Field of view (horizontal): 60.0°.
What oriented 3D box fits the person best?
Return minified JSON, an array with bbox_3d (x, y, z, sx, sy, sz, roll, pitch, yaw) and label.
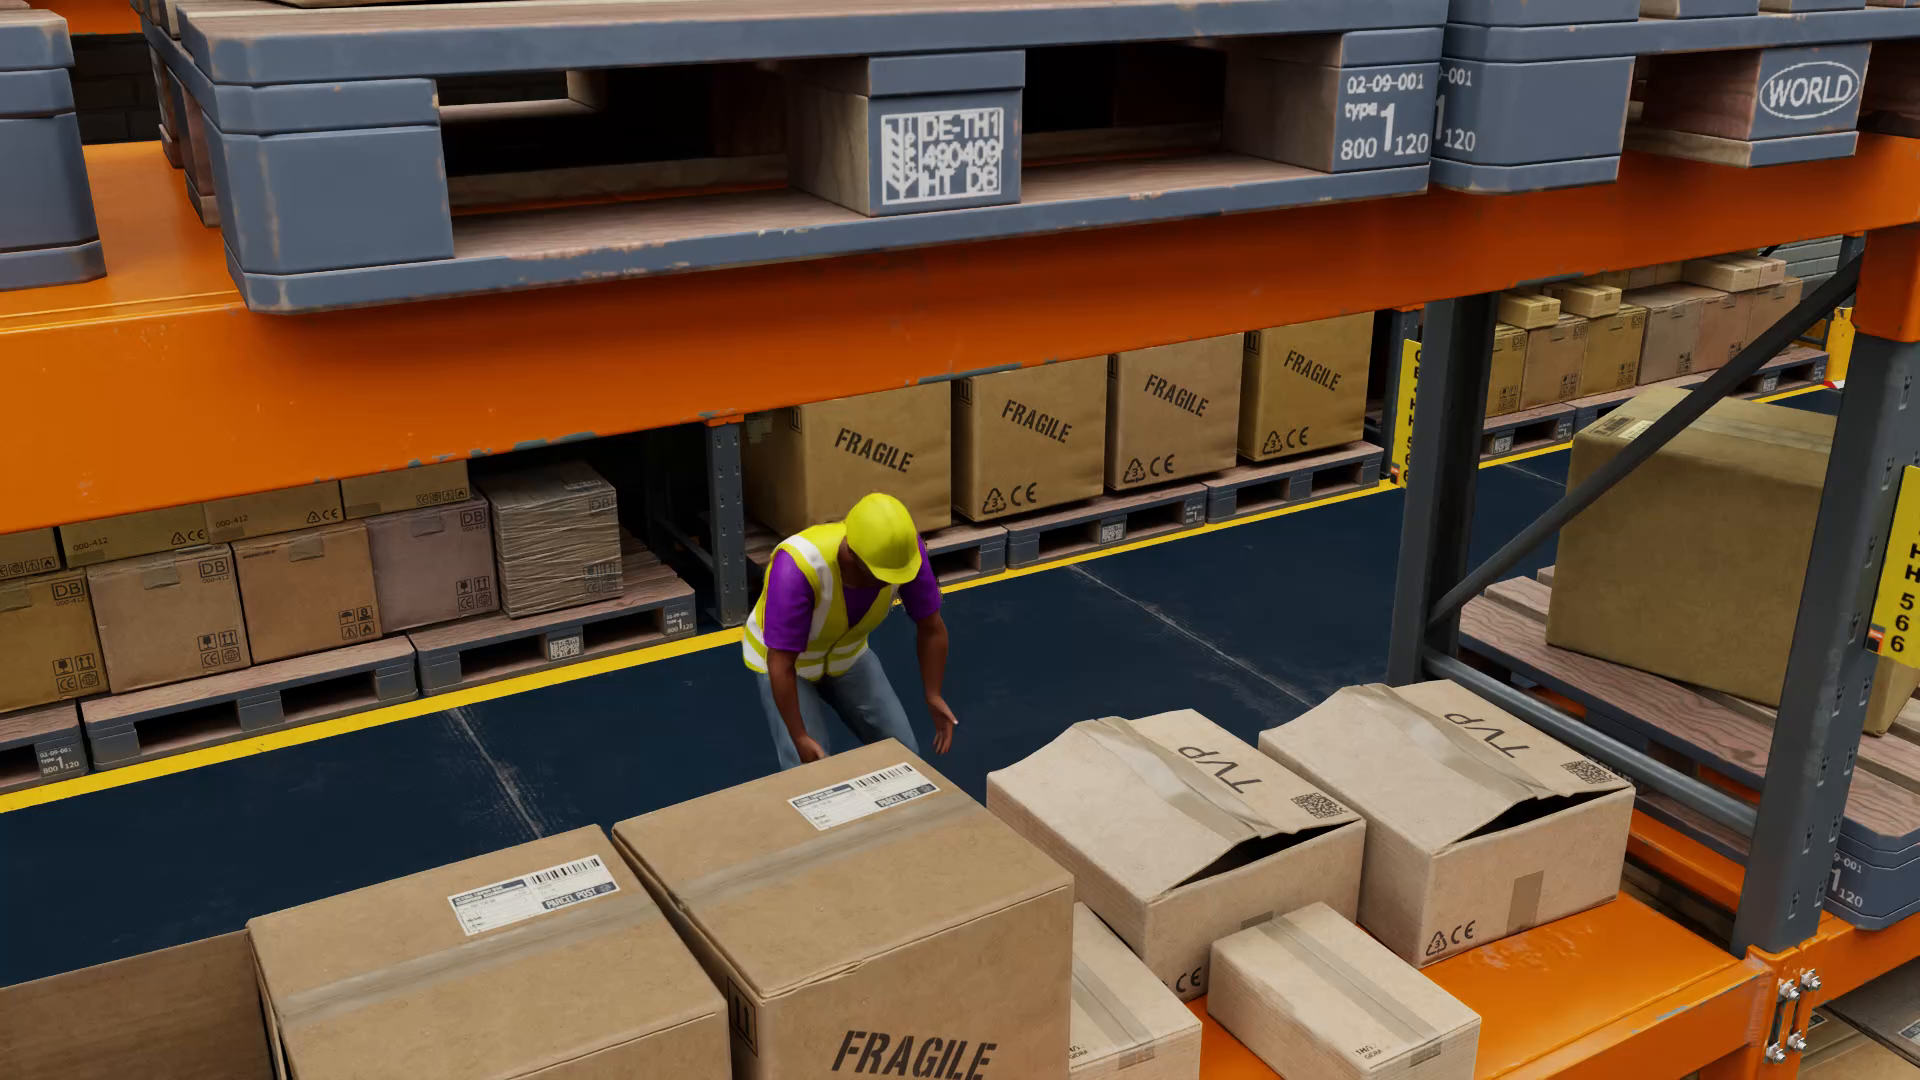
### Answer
[{"bbox_3d":[-0.364,0.453,5.365,0.631,1.432,0.747,-12,25,-28],"label":"person"}]
